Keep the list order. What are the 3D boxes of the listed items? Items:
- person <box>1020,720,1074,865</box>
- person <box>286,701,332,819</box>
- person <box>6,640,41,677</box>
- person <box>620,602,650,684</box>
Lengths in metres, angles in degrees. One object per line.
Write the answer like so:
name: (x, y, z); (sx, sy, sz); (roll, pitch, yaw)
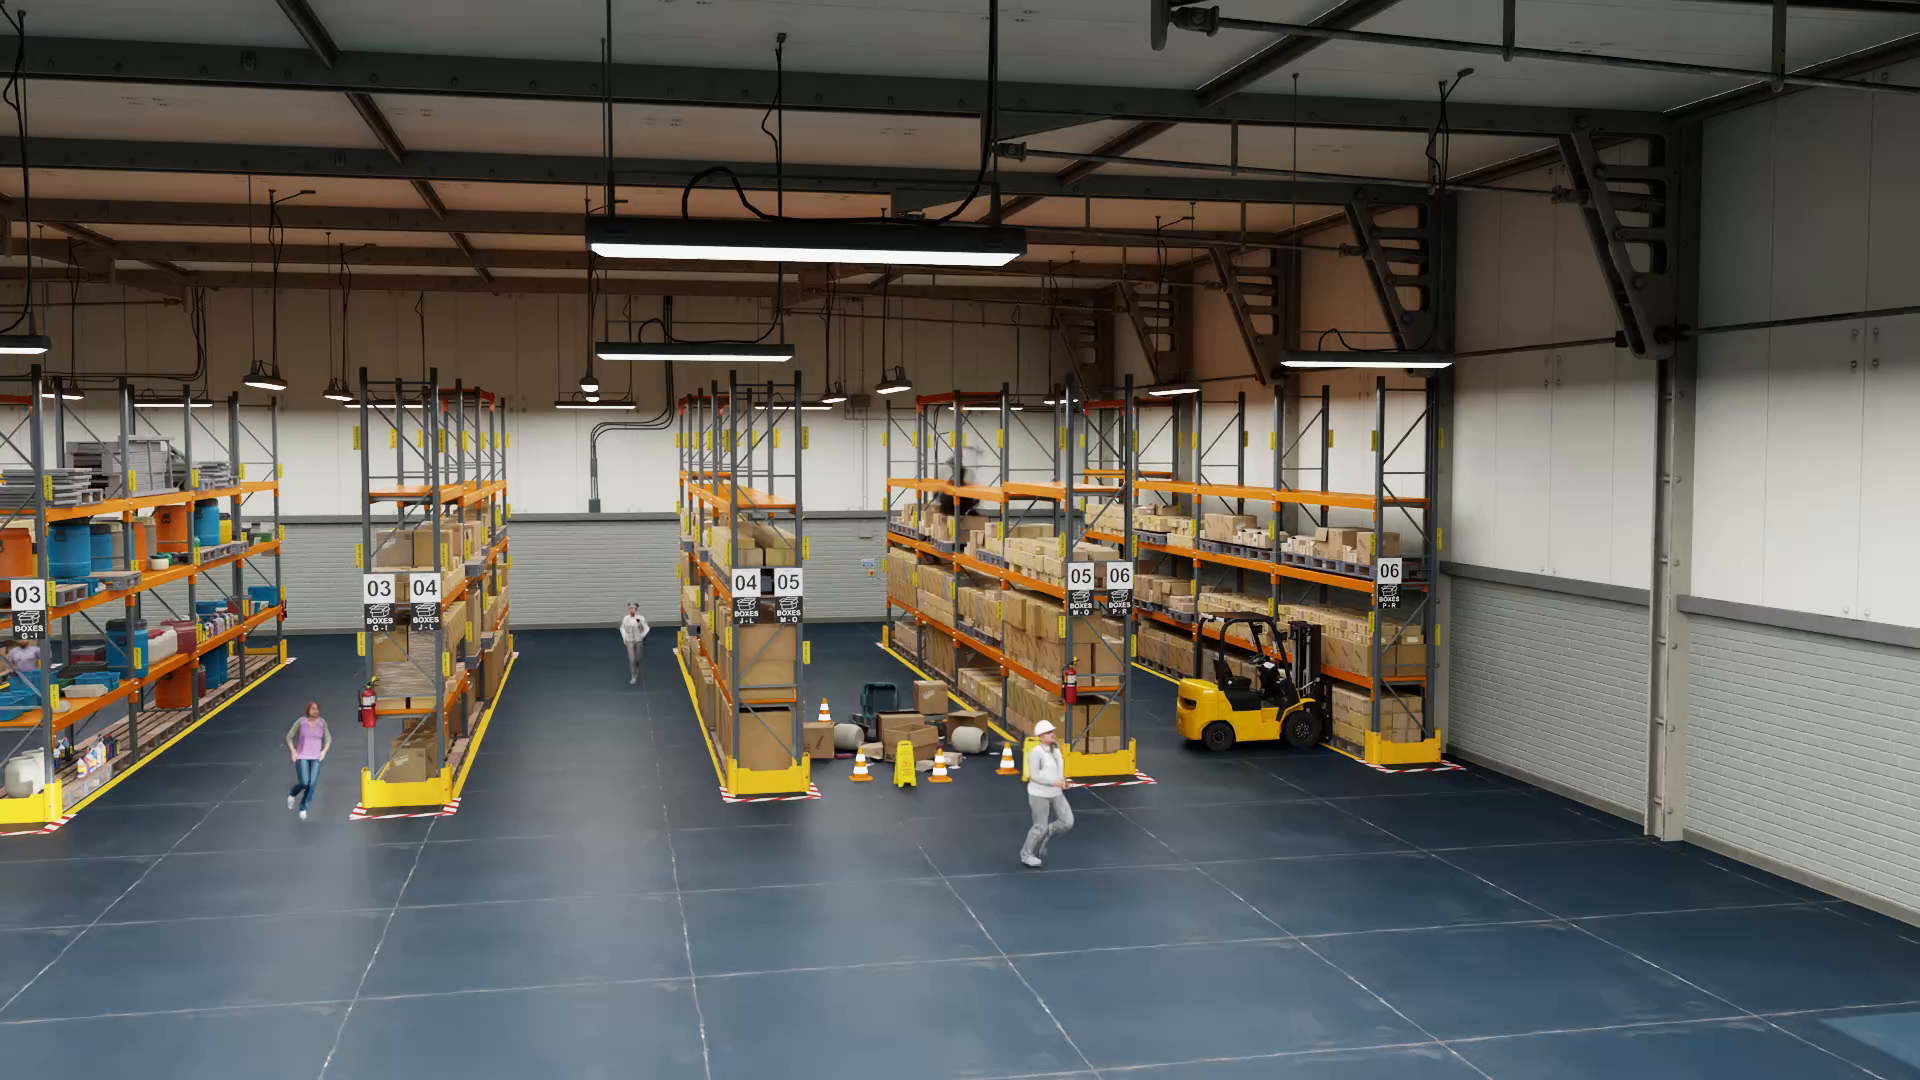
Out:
person: (1.047, 2.966, 19.507); (0.731, 1.724, 0.679); (3, 5, 41)
person: (-8.673, 2.928, 22.199); (0.550, 1.578, 0.528); (-2, 4, -36)
person: (-16.344, 2.463, 29.079); (0.586, 1.676, 0.661); (-1, 4, -21)
person: (-6.768, 2.120, 34.592); (0.613, 1.687, 0.681); (0, 3, -7)
